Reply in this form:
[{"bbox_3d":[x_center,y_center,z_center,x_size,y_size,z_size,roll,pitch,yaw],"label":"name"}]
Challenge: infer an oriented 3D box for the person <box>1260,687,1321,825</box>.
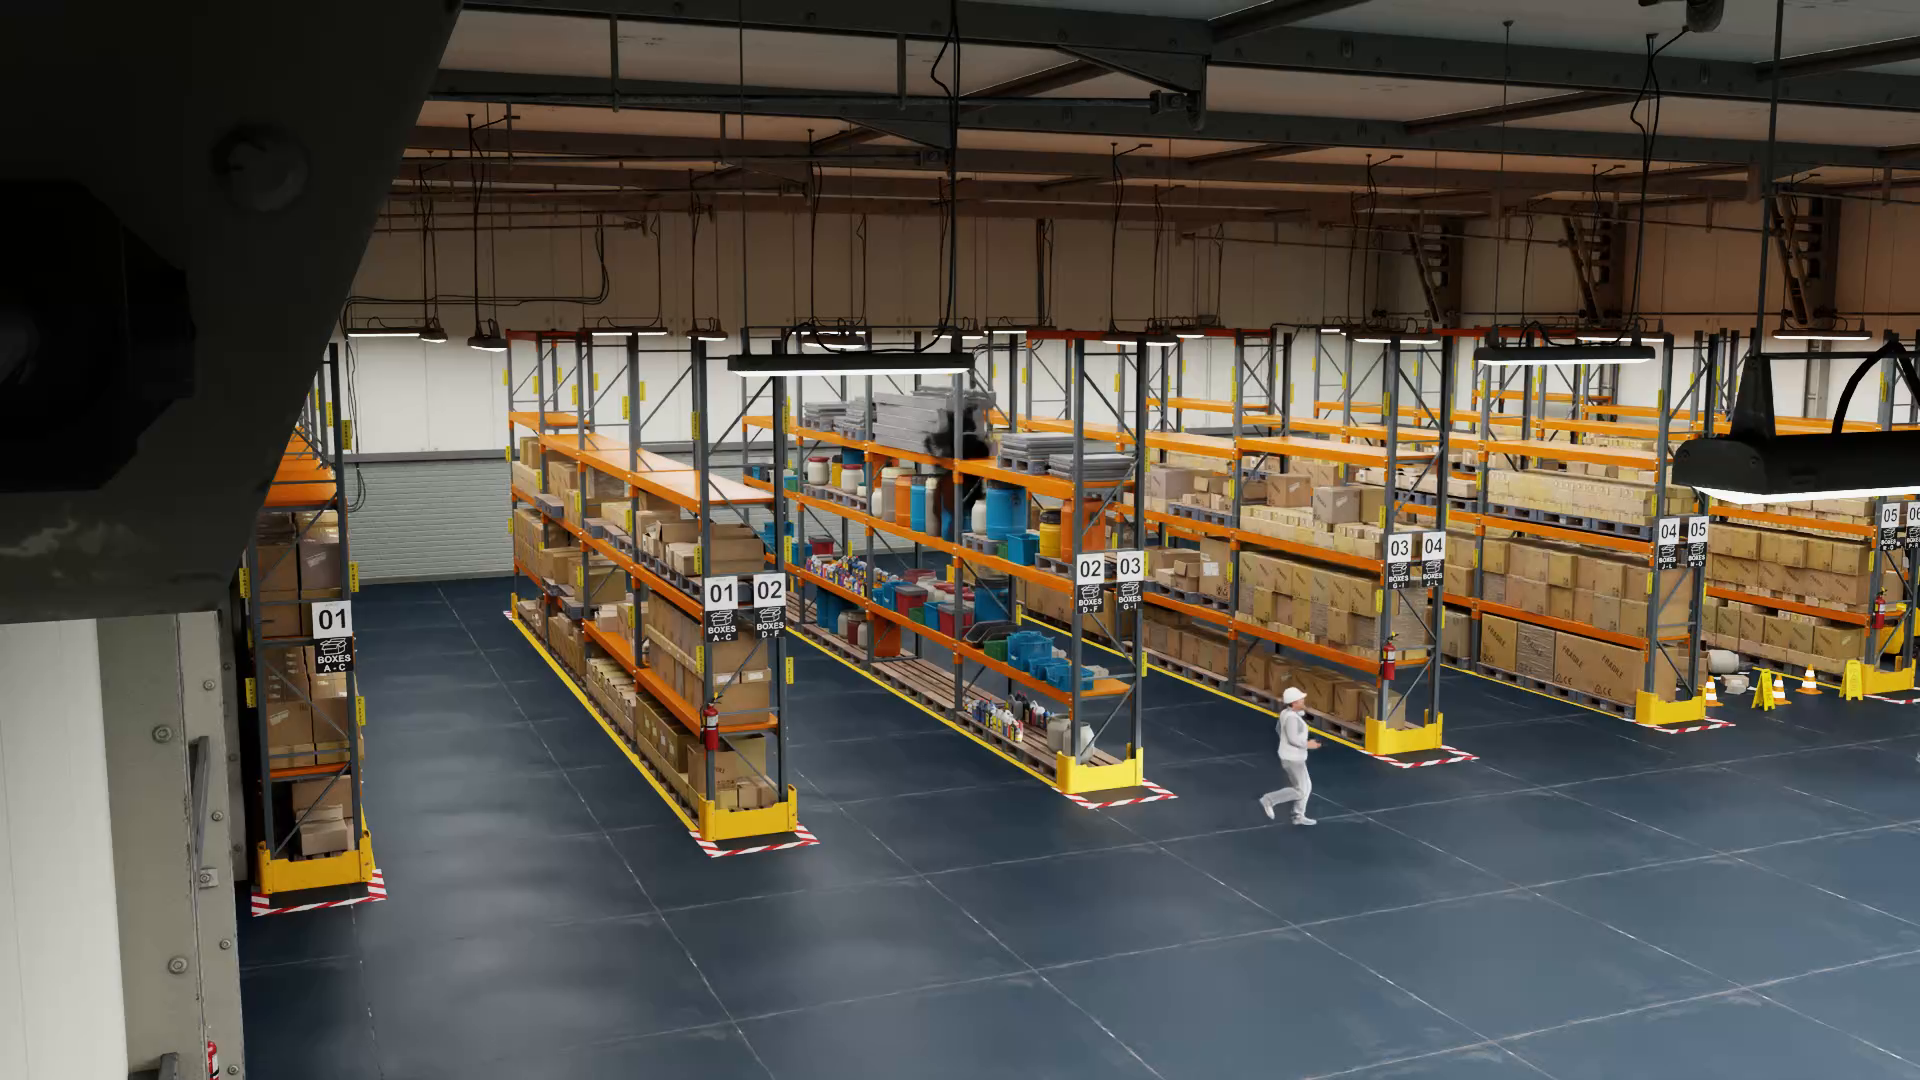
[{"bbox_3d":[4.086,2.678,20.601,0.728,1.738,0.660,1,8,5],"label":"person"}]
